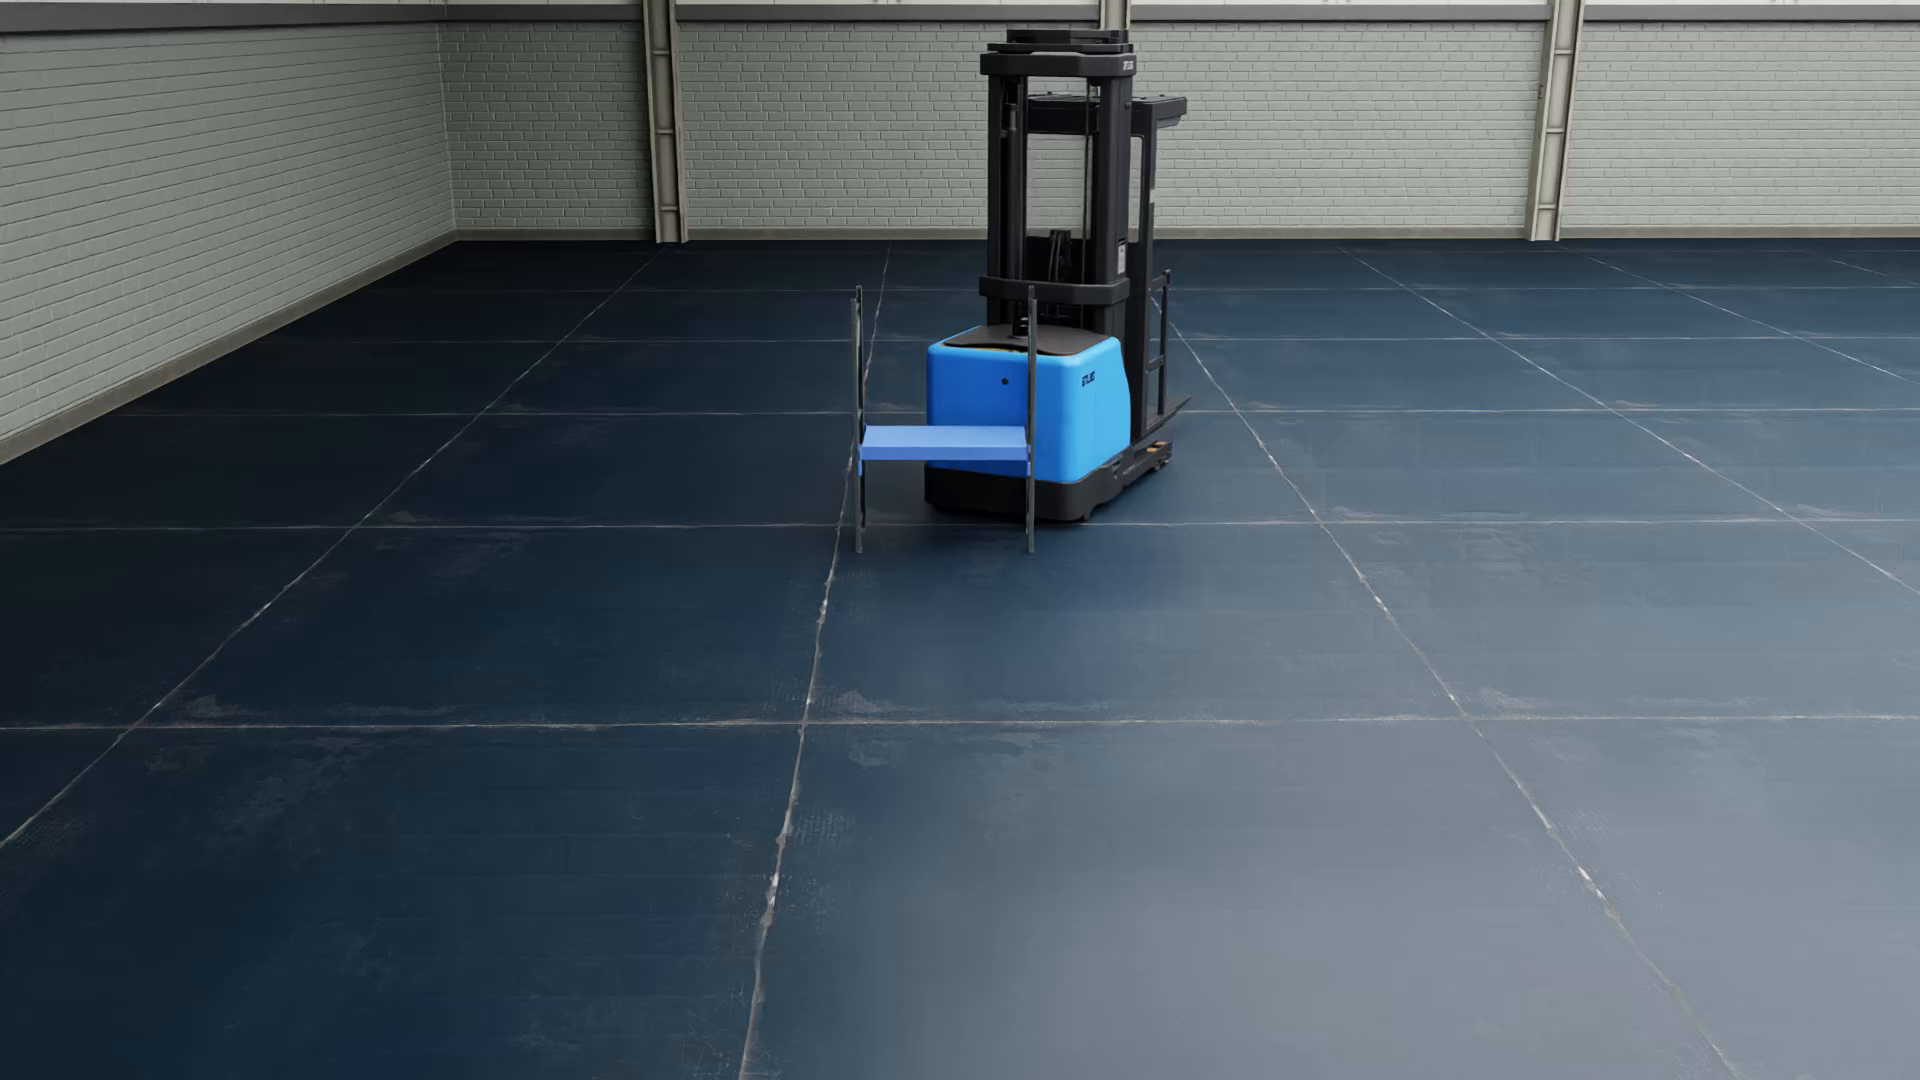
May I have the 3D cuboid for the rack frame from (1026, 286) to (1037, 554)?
[{"bbox_3d":[0.419,-0.708,9.799,0.032,1.500,0.500,0,18,0],"label":"rack frame"}]

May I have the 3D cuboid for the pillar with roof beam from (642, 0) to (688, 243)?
[{"bbox_3d":[-3.887,-7.074,17.368,0.400,9.000,9.100,0,18,-1],"label":"pillar with roof beam"}]

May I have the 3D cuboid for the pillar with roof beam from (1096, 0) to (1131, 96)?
[{"bbox_3d":[2.113,-7.103,17.458,0.400,9.000,9.100,0,18,-1],"label":"pillar with roof beam"}]

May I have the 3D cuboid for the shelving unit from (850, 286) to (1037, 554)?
[{"bbox_3d":[-0.090,-0.709,9.803,1.048,1.500,0.538,0,18,0],"label":"shelving unit"}]

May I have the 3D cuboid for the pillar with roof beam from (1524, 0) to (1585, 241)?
[{"bbox_3d":[8.112,-7.132,17.548,0.400,9.000,9.100,0,18,-1],"label":"pillar with roof beam"}]

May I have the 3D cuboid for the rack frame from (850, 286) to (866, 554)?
[{"bbox_3d":[-0.598,-0.711,9.808,0.032,1.500,0.500,0,18,0],"label":"rack frame"}]

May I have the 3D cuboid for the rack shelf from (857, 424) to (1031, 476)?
[{"bbox_3d":[-0.090,-0.538,9.858,1.000,0.185,0.538,0,18,0],"label":"rack shelf"}]

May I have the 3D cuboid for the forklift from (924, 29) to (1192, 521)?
[{"bbox_3d":[0.846,-1.920,11.235,1.130,2.935,3.031,8,19,23],"label":"forklift"}]
